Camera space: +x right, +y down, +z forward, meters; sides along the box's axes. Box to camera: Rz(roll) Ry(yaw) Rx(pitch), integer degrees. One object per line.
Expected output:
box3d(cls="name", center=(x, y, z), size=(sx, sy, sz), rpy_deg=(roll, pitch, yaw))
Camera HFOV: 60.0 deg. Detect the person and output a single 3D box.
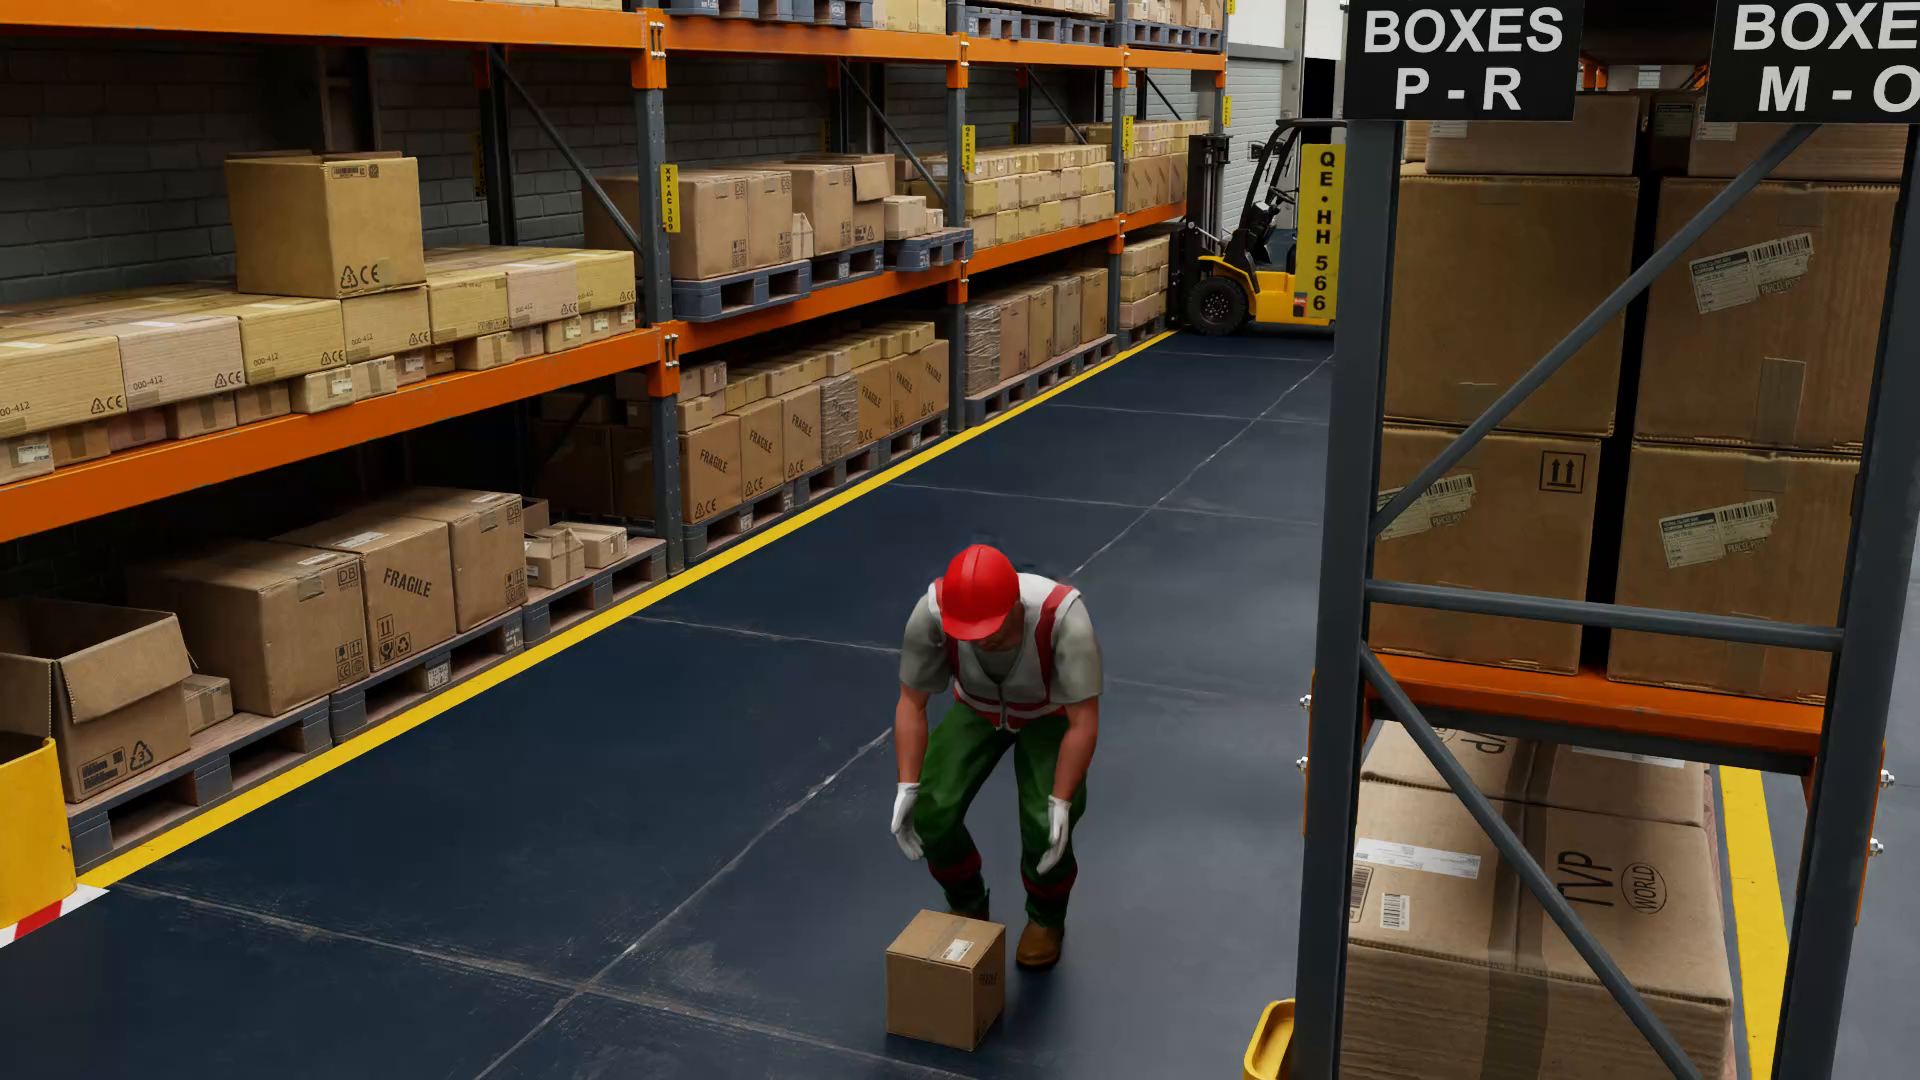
box3d(cls="person", center=(0.138, 0.585, 4.721), size=(0.584, 1.321, 0.808), rpy_deg=(5, 16, 19))
